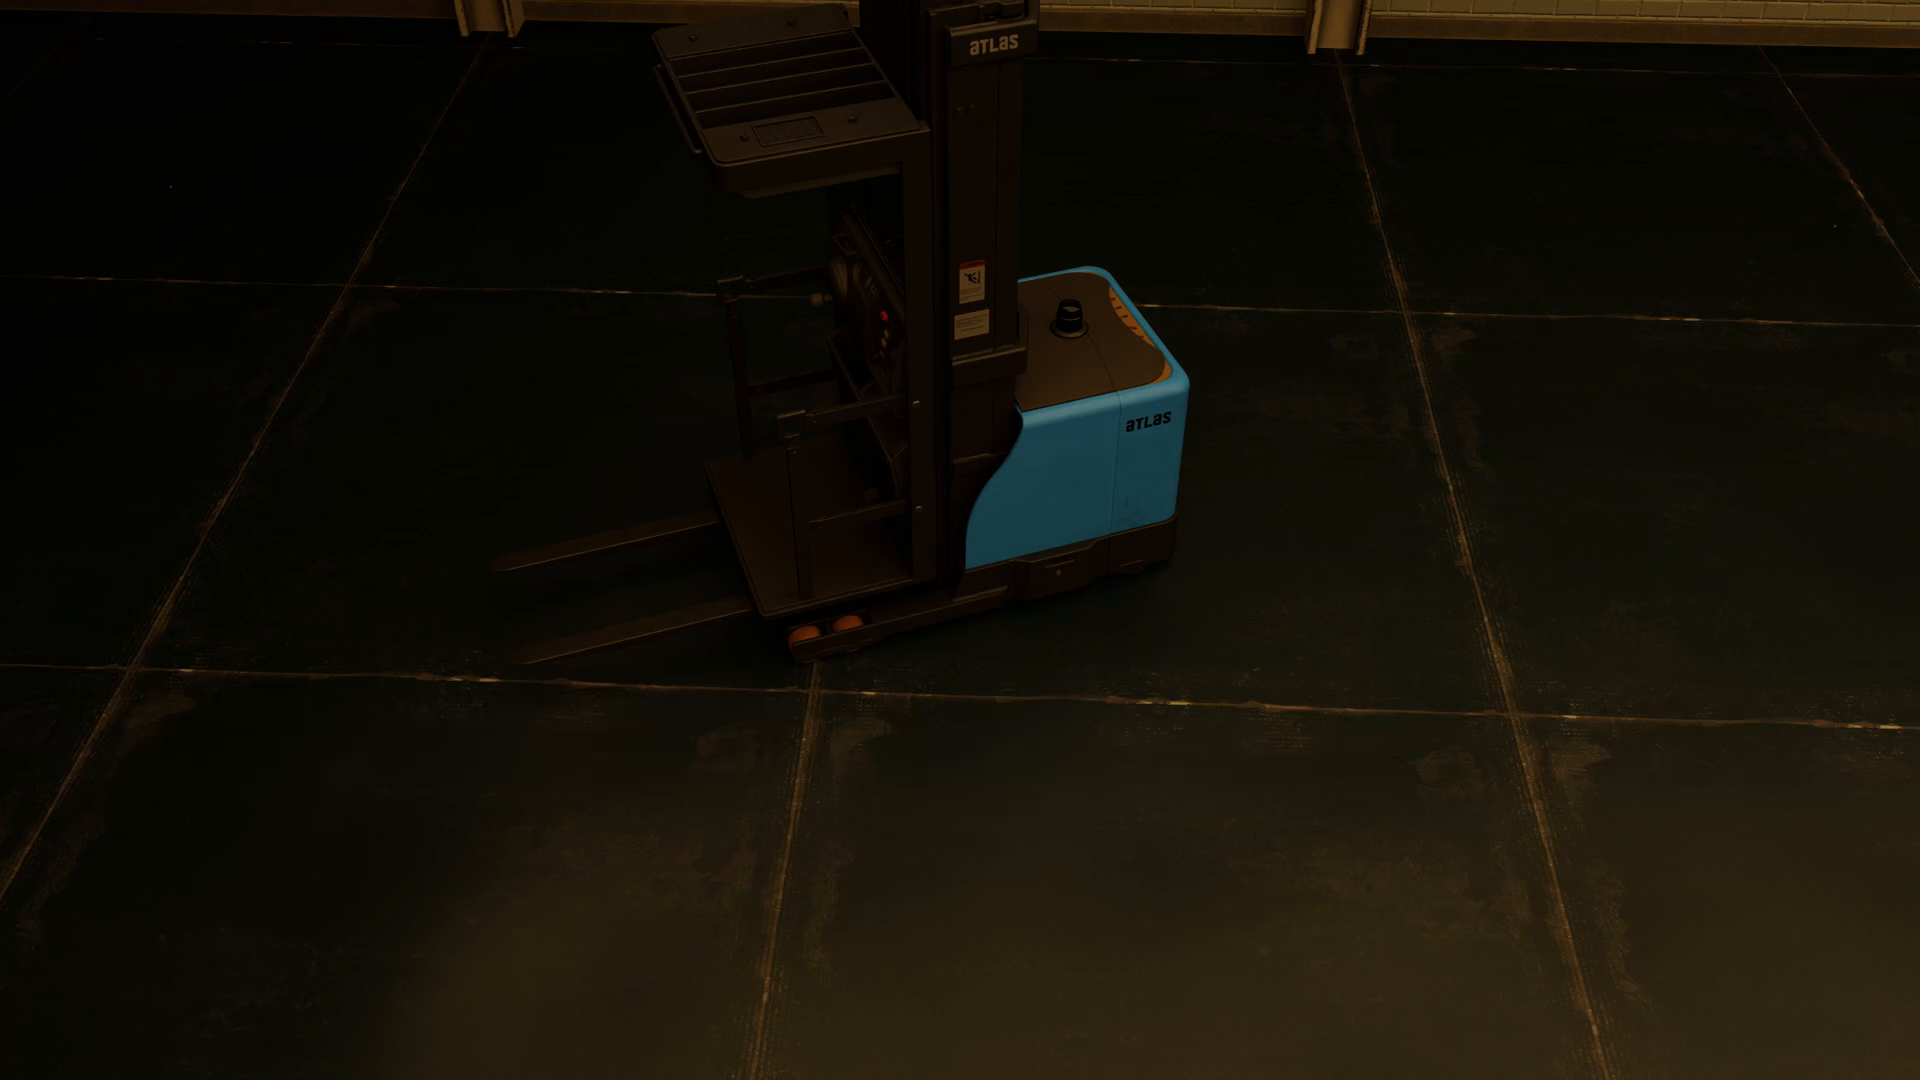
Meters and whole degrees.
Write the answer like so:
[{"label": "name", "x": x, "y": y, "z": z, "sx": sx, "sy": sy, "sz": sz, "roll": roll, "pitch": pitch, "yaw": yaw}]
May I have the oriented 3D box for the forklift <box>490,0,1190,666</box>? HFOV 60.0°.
[{"label": "forklift", "x": -0.573, "y": -0.945, "z": 6.778, "sx": 3.031, "sy": 2.935, "sz": 1.130, "roll": -13, "pitch": 44, "yaw": -14}]
